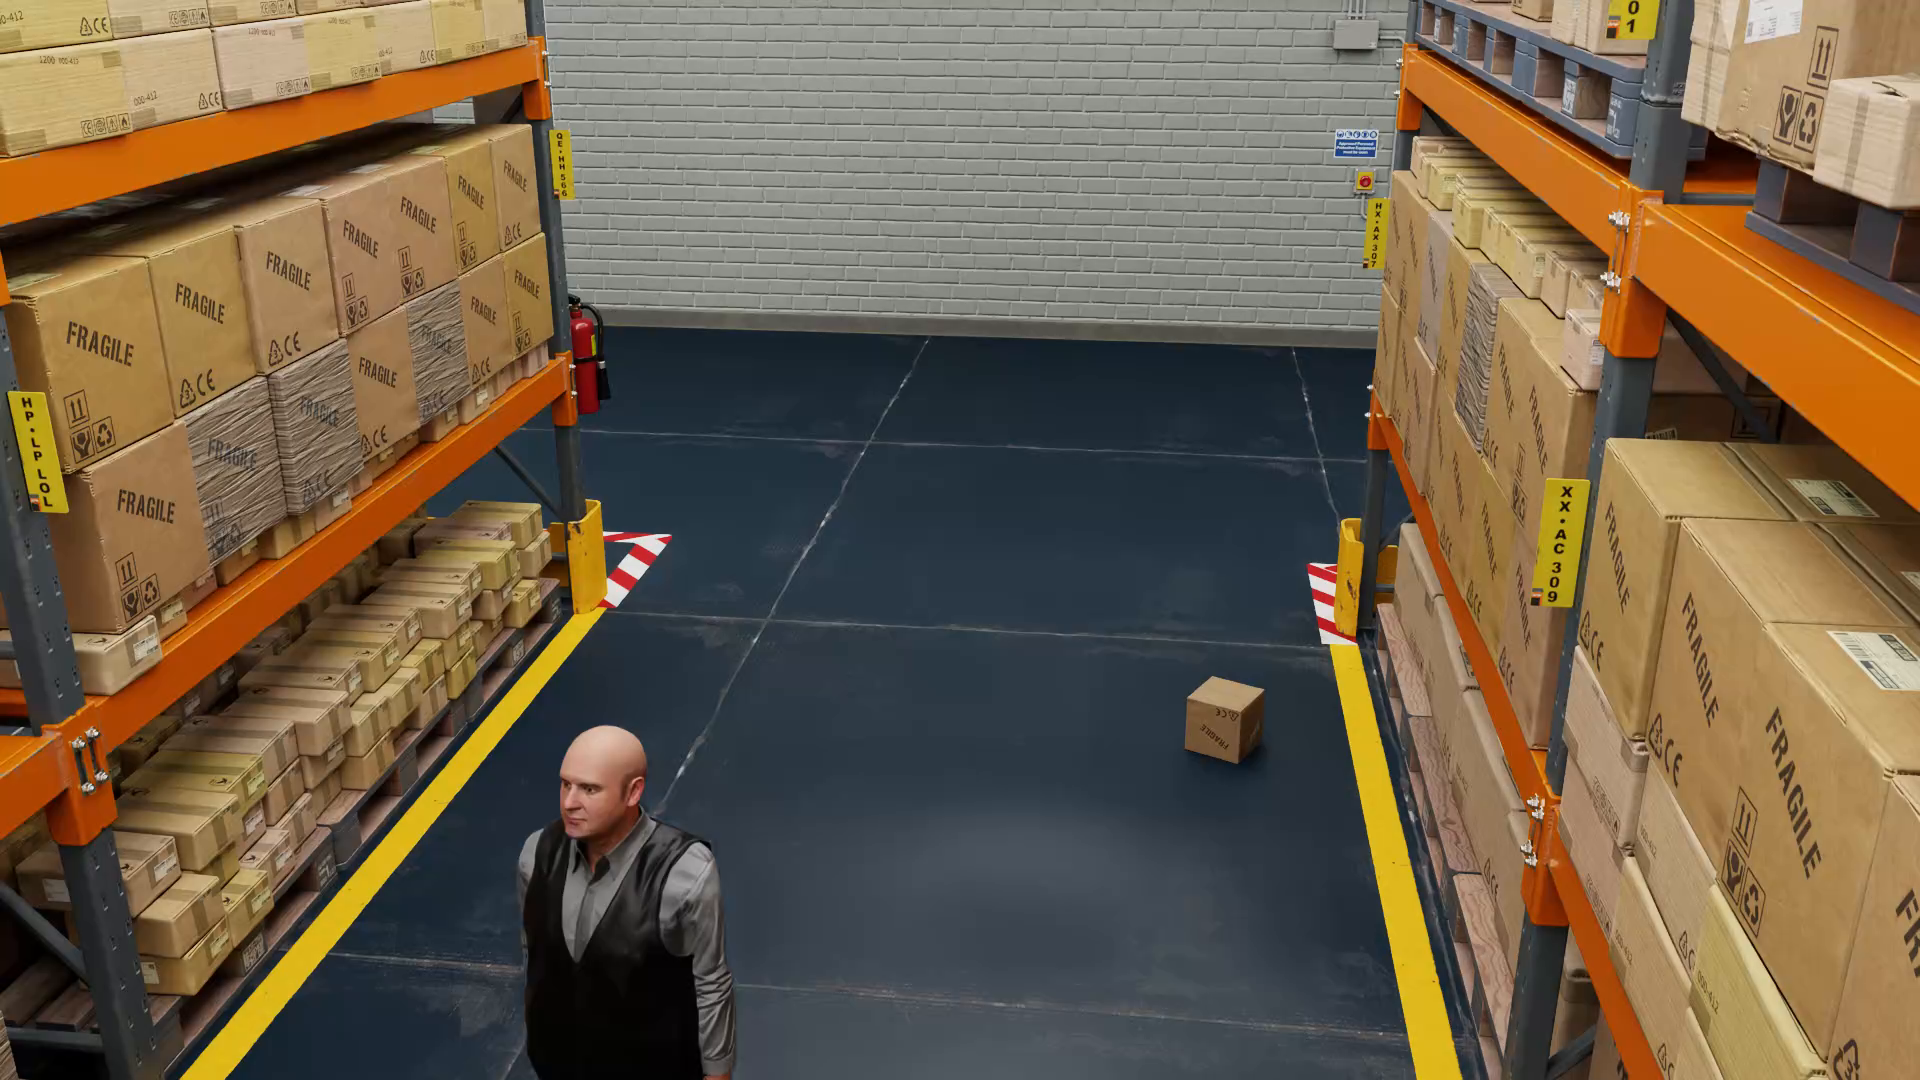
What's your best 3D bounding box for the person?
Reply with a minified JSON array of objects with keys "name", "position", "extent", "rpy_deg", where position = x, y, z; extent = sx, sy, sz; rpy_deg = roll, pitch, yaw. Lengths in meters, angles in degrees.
[{"name":"person","position":[-0.768,1.215,3.886],"extent":[0.543,1.709,0.597],"rpy_deg":[7,22,17]}]
